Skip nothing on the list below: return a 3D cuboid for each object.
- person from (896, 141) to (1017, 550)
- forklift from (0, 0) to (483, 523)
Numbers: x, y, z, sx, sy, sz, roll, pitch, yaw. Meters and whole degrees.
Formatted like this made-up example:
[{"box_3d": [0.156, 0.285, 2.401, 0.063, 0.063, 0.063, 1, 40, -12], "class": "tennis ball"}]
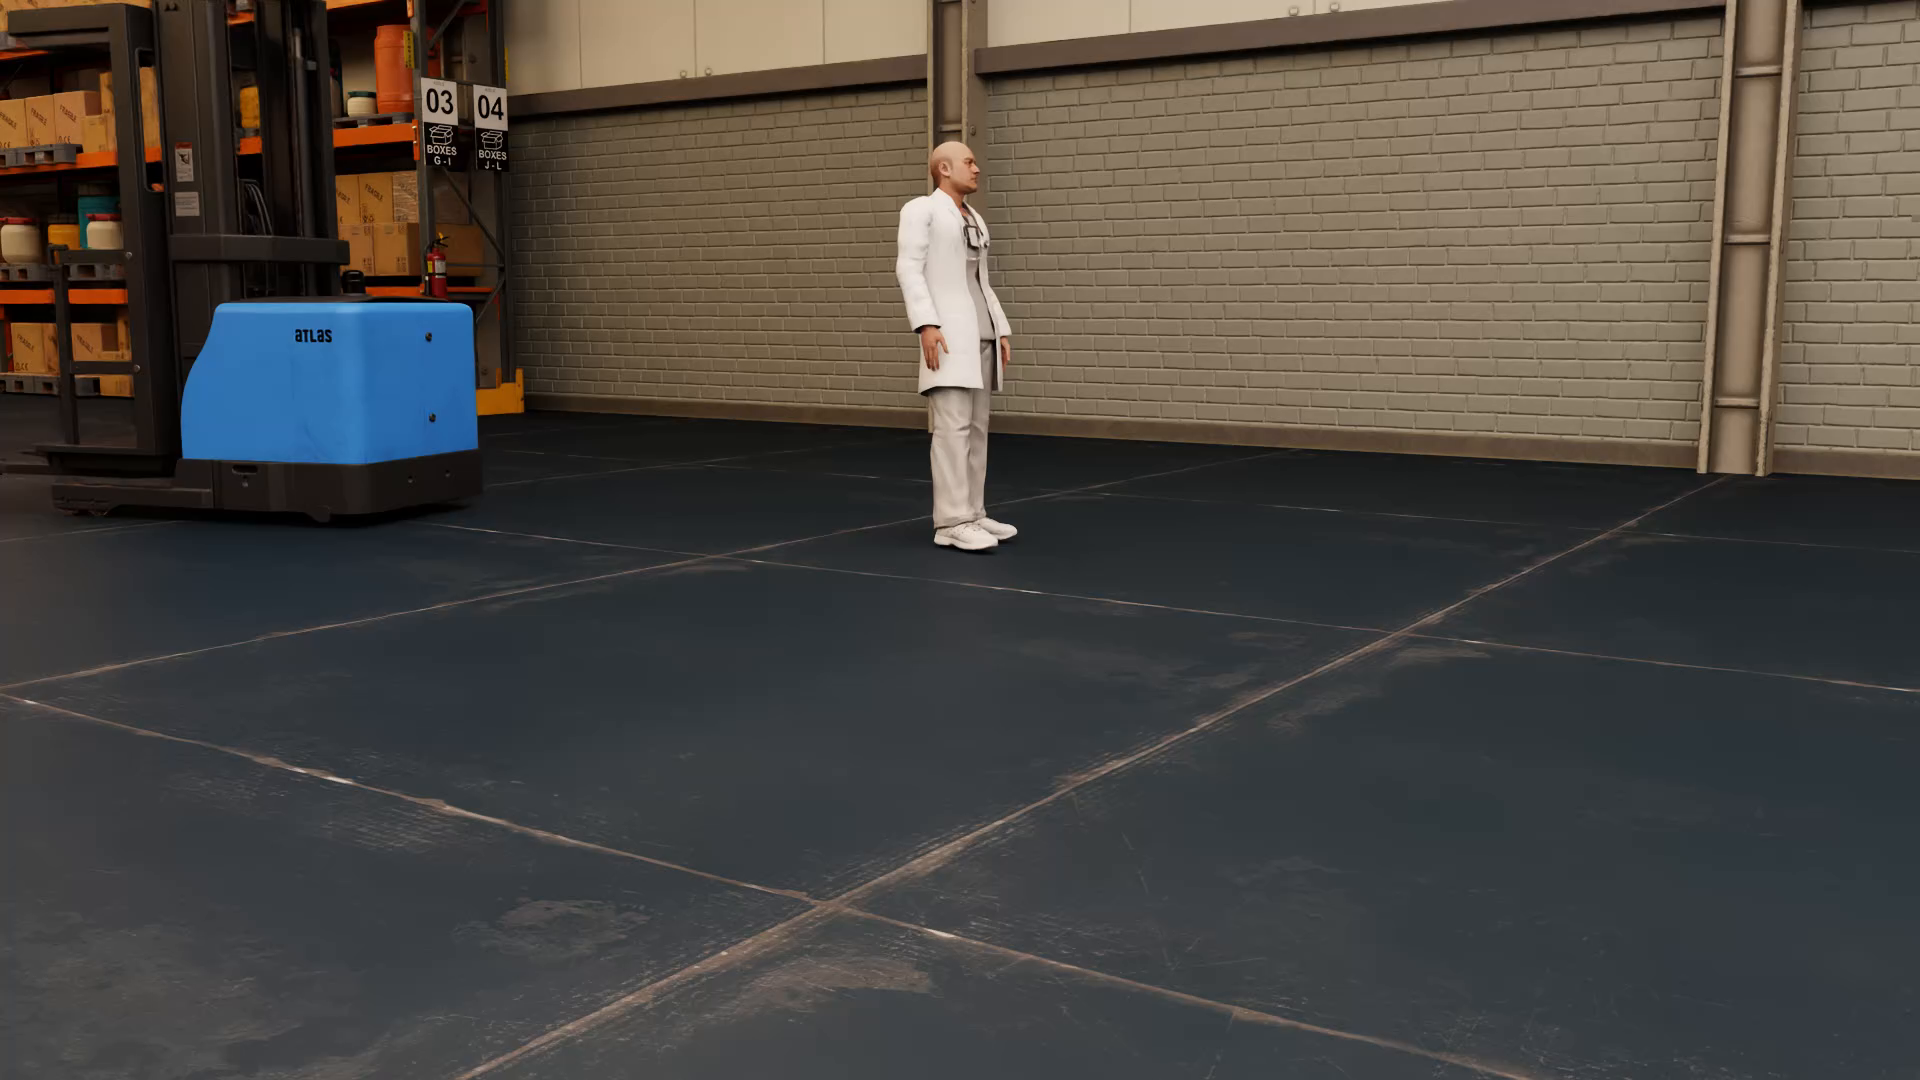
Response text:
[{"box_3d": [0.074, -0.880, 7.424, 0.578, 1.778, 0.698, 5, 10, 34], "class": "person"}, {"box_3d": [-4.107, -1.635, 8.689, 3.031, 2.935, 1.130, 3, 9, 19], "class": "forklift"}]
